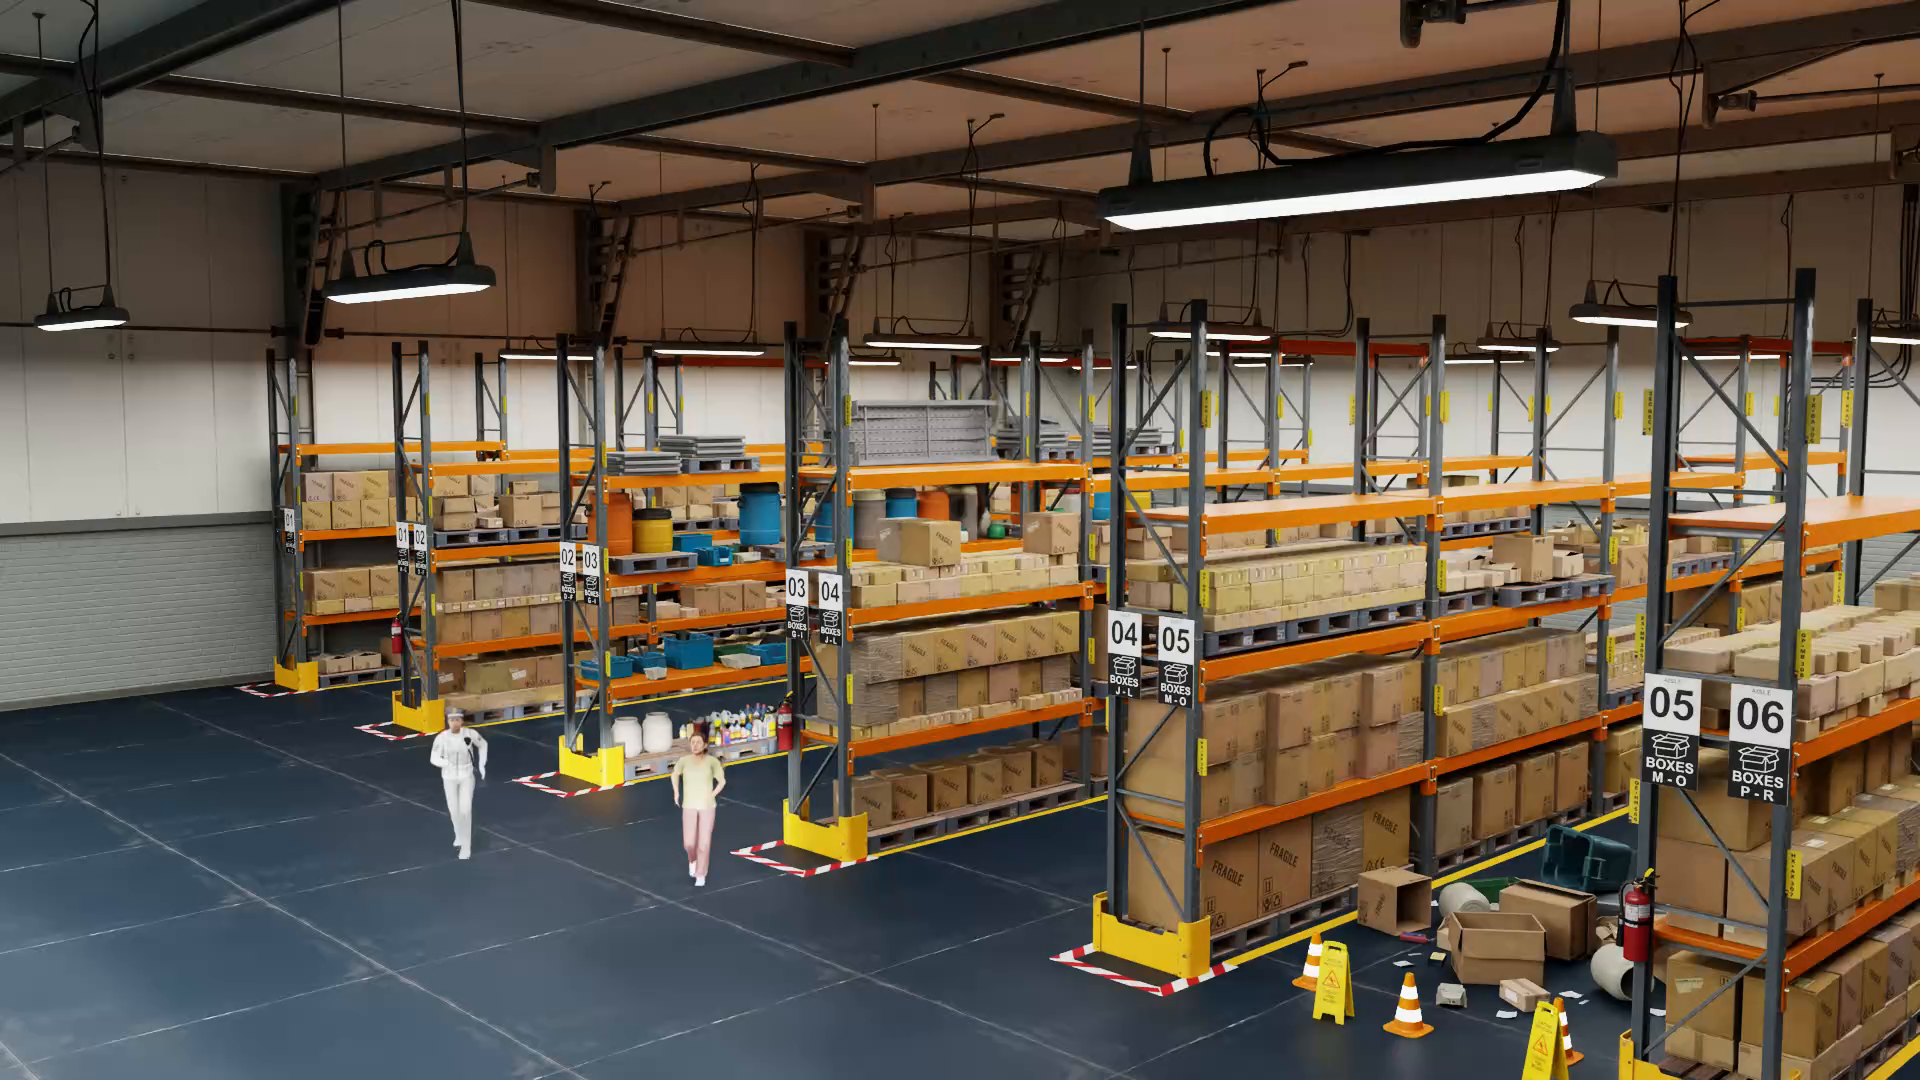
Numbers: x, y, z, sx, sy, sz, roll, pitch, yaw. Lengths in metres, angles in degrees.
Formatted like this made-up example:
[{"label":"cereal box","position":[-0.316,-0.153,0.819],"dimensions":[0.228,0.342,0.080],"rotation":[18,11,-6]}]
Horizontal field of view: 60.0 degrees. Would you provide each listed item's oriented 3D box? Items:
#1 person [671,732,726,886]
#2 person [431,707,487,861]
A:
[{"label":"person","position":[-2.773,2.840,17.570],"dimensions":[0.584,1.630,0.514],"rotation":[0,5,-3]},{"label":"person","position":[-5.626,2.714,18.674],"dimensions":[0.573,1.735,0.806],"rotation":[-1,5,-8]}]
